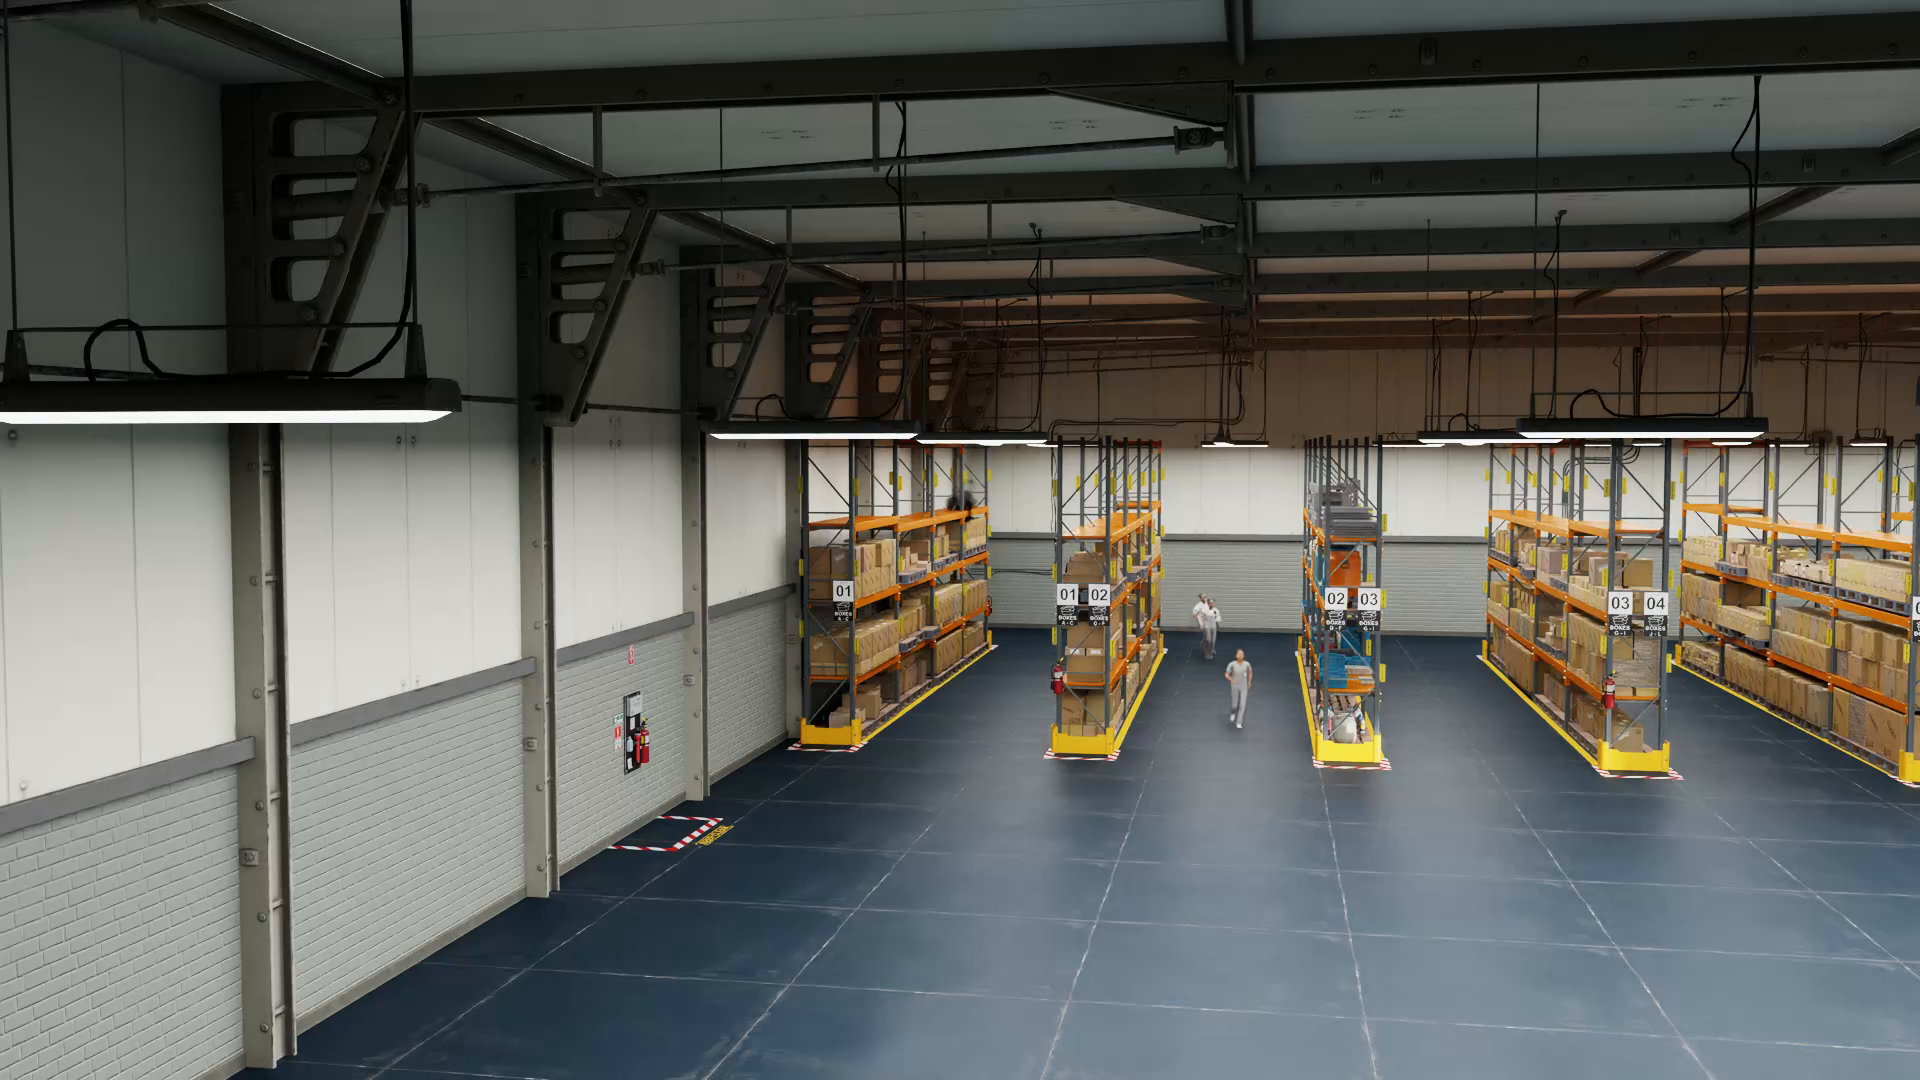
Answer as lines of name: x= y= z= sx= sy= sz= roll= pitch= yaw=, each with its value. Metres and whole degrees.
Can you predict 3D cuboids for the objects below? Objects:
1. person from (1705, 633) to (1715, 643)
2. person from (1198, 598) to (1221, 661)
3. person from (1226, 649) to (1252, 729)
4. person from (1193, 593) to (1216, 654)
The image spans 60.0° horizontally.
person: x=20.680 y=2.442 z=45.633 sx=0.699 sy=1.635 sz=0.541 roll=1 pitch=3 yaw=12
person: x=6.822 y=2.437 z=45.300 sx=0.583 sy=1.710 sz=0.676 roll=0 pitch=3 yaw=-5
person: x=5.760 y=3.050 z=34.307 sx=0.563 sy=1.628 sz=0.639 roll=0 pitch=3 yaw=-1
person: x=6.924 y=2.343 z=46.793 sx=0.696 sy=1.740 sz=0.533 roll=-2 pitch=4 yaw=-31
